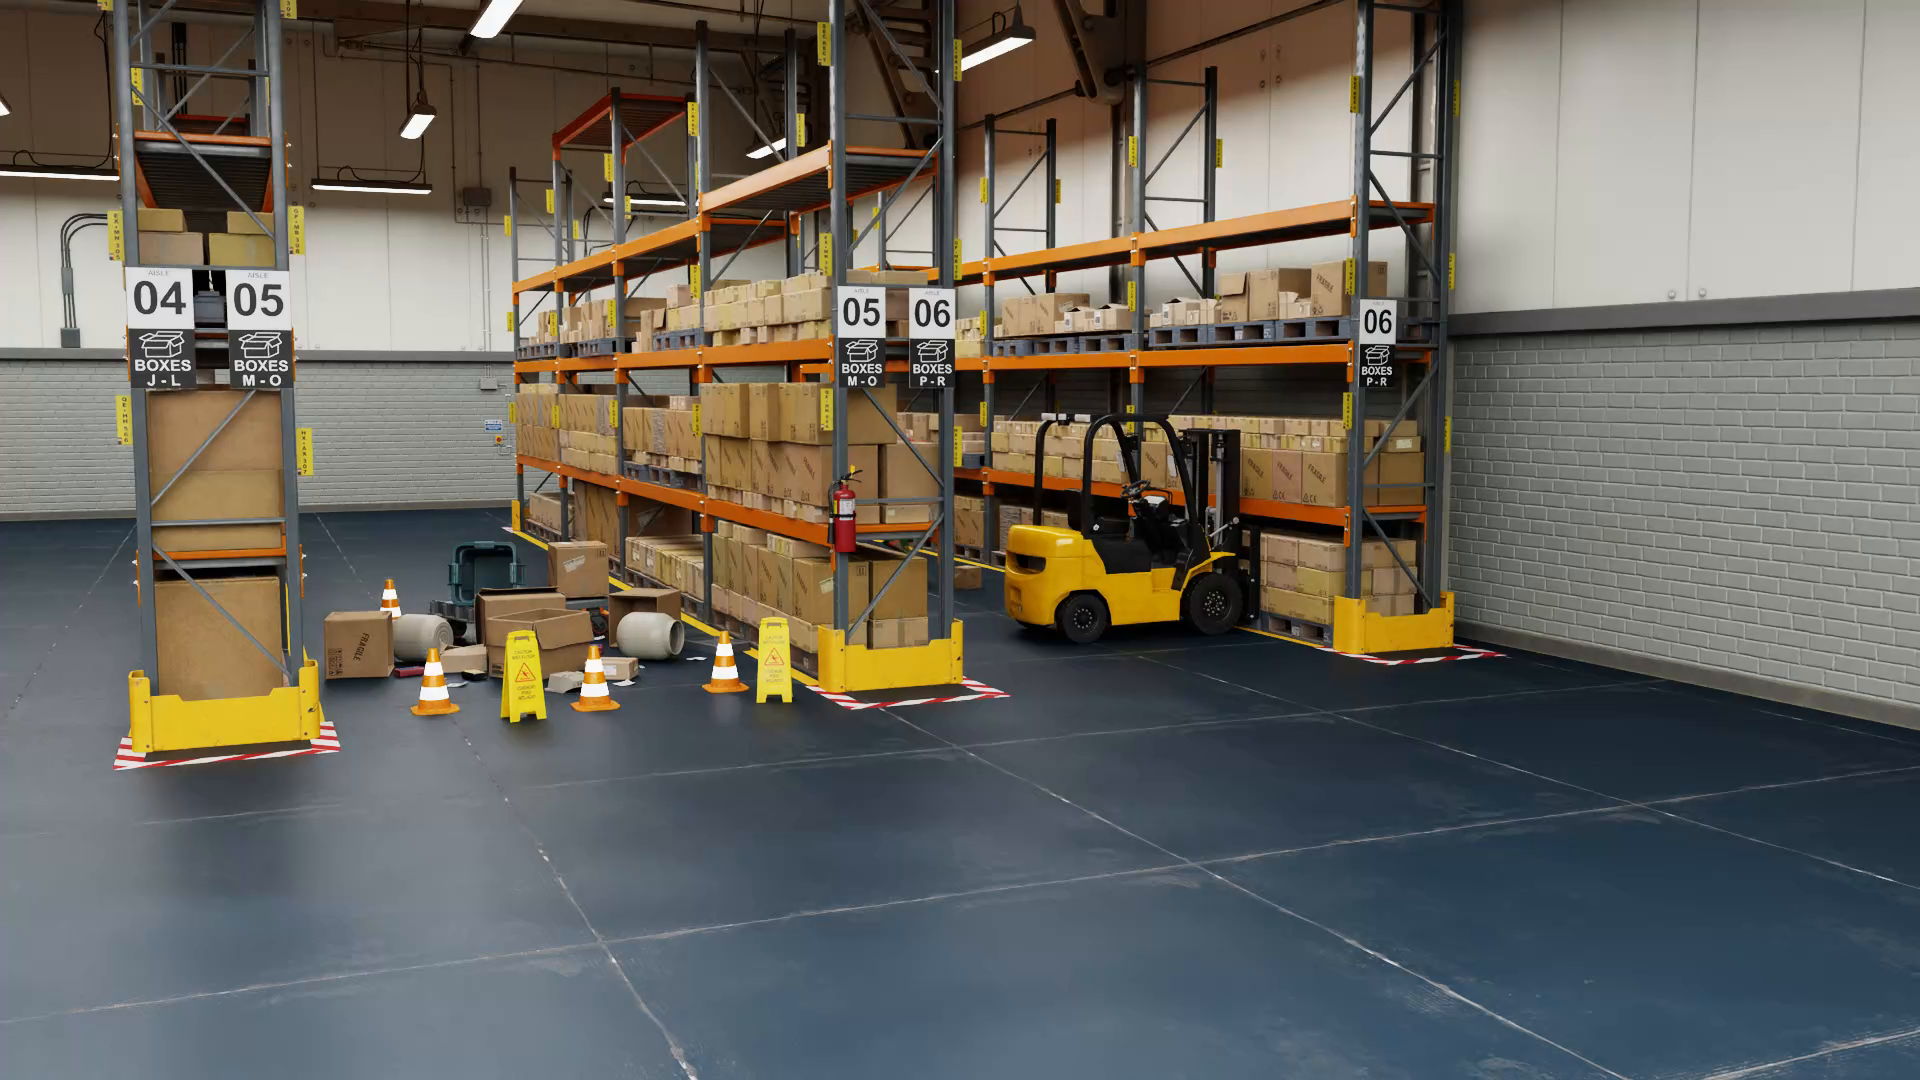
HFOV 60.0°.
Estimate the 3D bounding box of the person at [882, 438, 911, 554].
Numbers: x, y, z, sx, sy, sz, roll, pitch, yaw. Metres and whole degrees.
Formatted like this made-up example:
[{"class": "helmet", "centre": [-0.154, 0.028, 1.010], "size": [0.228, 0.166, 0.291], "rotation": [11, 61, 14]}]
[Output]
[{"class": "person", "centre": [-0.715, -0.404, 20.708], "size": [0.552, 1.777, 0.625], "rotation": [-3, 6, -31]}]
